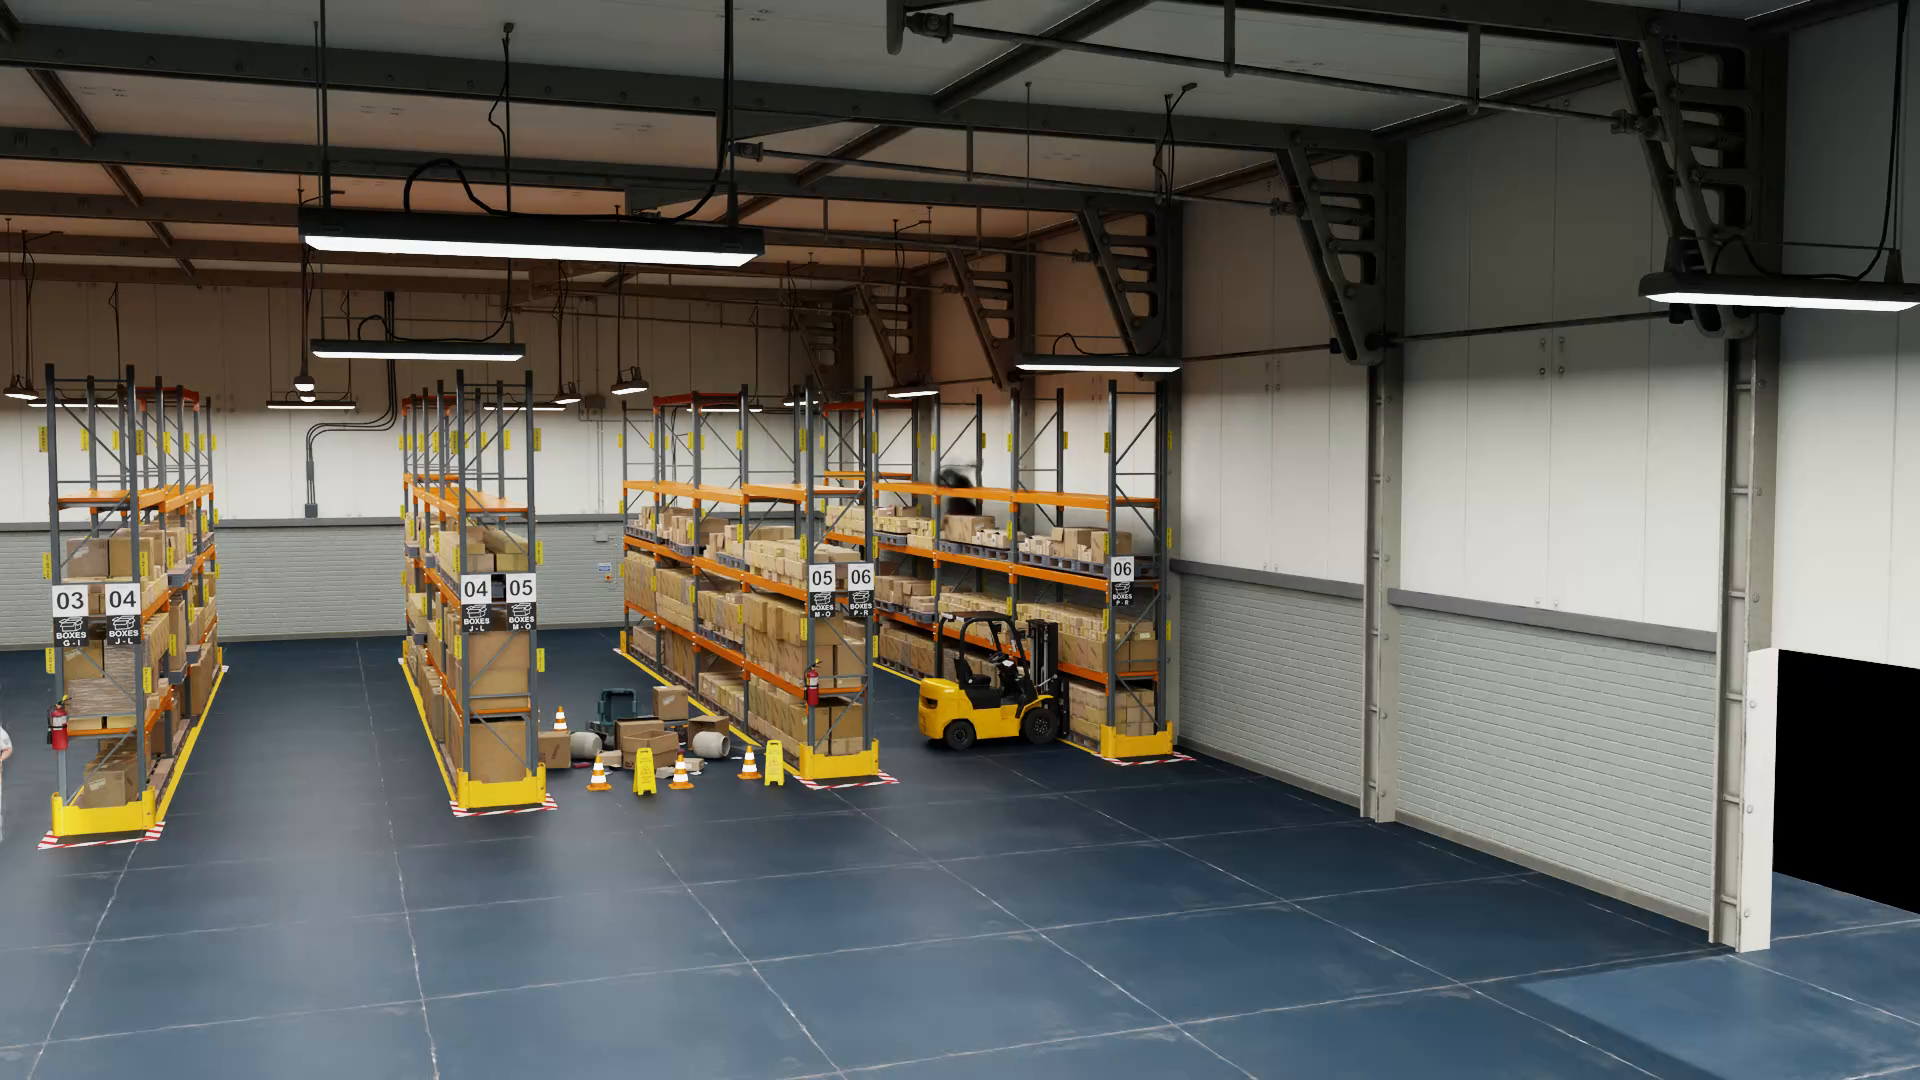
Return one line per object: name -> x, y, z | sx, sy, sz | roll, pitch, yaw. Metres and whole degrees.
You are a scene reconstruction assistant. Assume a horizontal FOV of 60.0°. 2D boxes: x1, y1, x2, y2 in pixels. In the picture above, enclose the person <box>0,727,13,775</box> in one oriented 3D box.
person -> -12.066, 2.937, 20.523 | 0.665, 1.822, 0.804 | -2, 4, -30
